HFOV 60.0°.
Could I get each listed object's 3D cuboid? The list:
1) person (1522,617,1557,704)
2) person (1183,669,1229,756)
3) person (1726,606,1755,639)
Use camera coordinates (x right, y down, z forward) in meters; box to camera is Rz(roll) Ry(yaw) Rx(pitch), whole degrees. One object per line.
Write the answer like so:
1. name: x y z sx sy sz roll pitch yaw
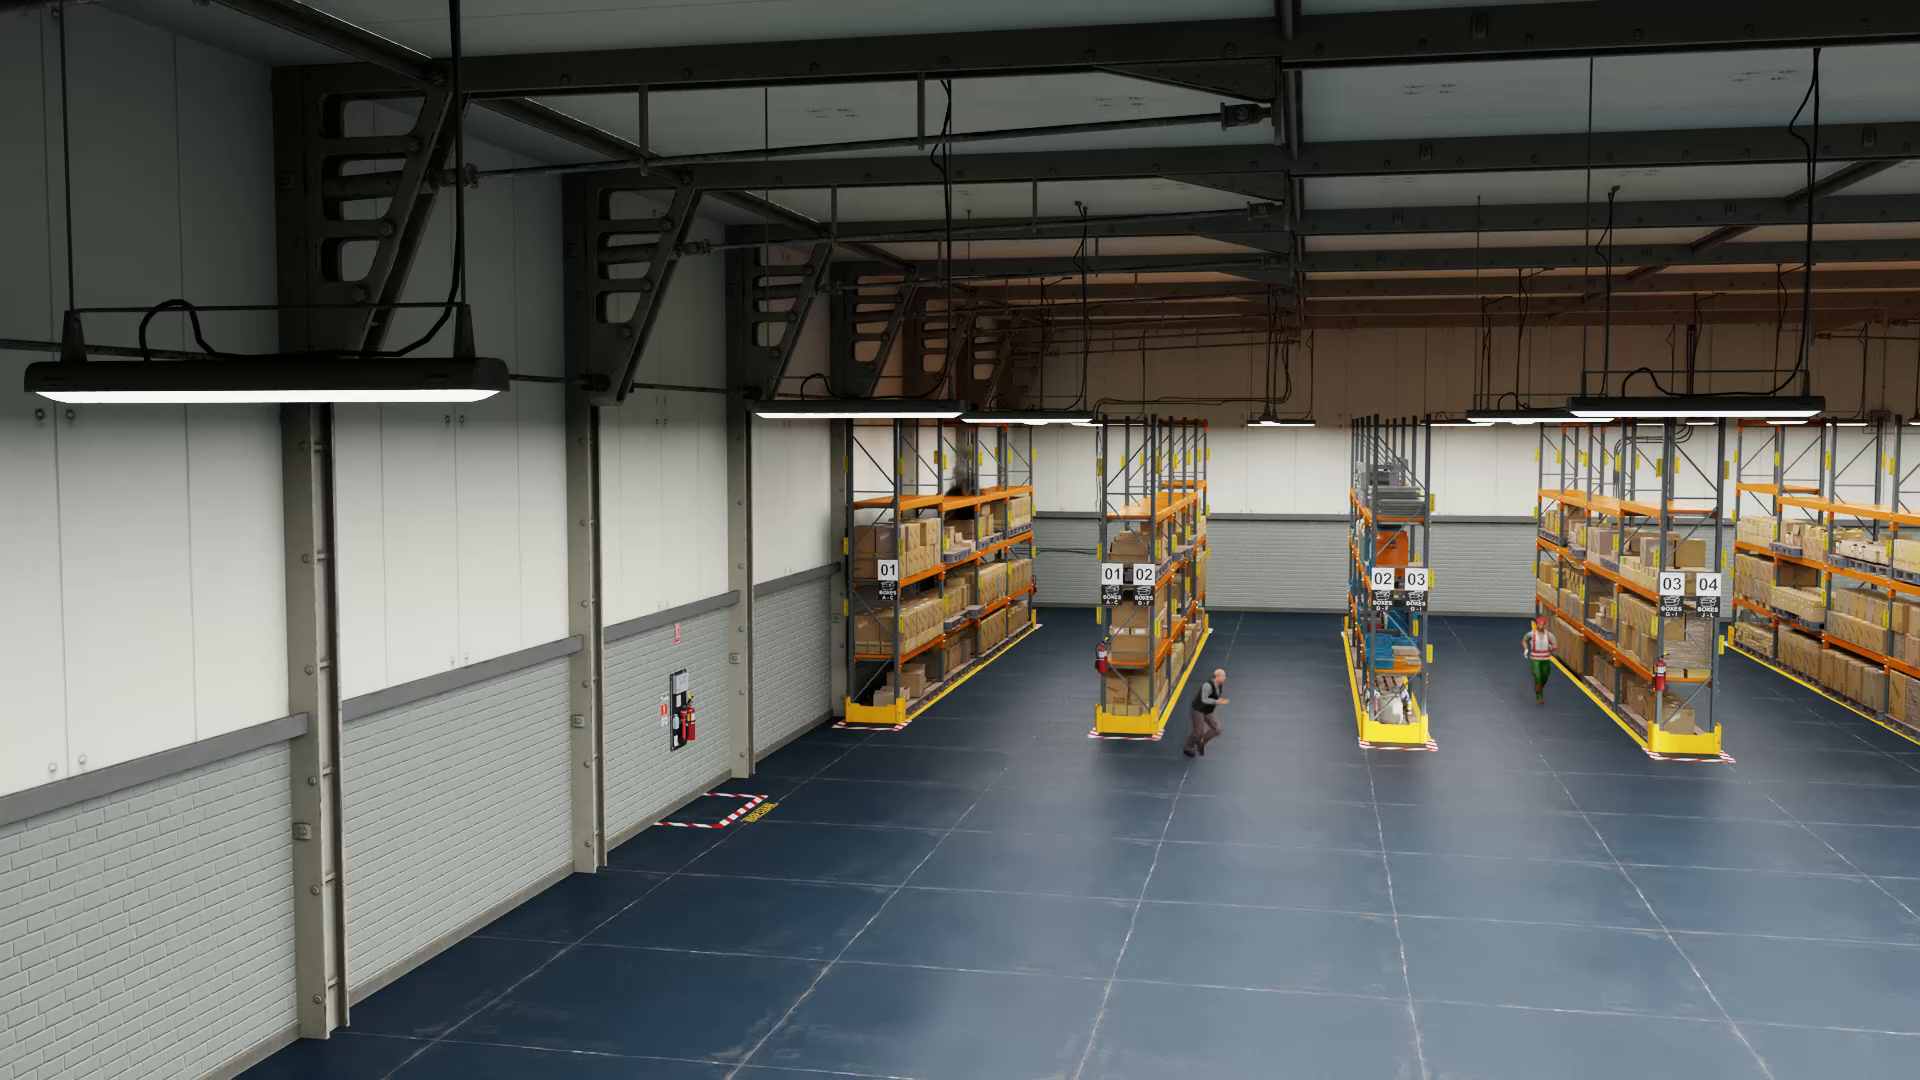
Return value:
1. person: 12.113 2.495 34.706 0.661 1.764 1.002 0 4 6
2. person: 4.319 3.001 28.960 0.924 1.566 0.676 3 5 39
3. person: 21.366 1.894 45.110 0.929 1.664 0.594 1 4 9
